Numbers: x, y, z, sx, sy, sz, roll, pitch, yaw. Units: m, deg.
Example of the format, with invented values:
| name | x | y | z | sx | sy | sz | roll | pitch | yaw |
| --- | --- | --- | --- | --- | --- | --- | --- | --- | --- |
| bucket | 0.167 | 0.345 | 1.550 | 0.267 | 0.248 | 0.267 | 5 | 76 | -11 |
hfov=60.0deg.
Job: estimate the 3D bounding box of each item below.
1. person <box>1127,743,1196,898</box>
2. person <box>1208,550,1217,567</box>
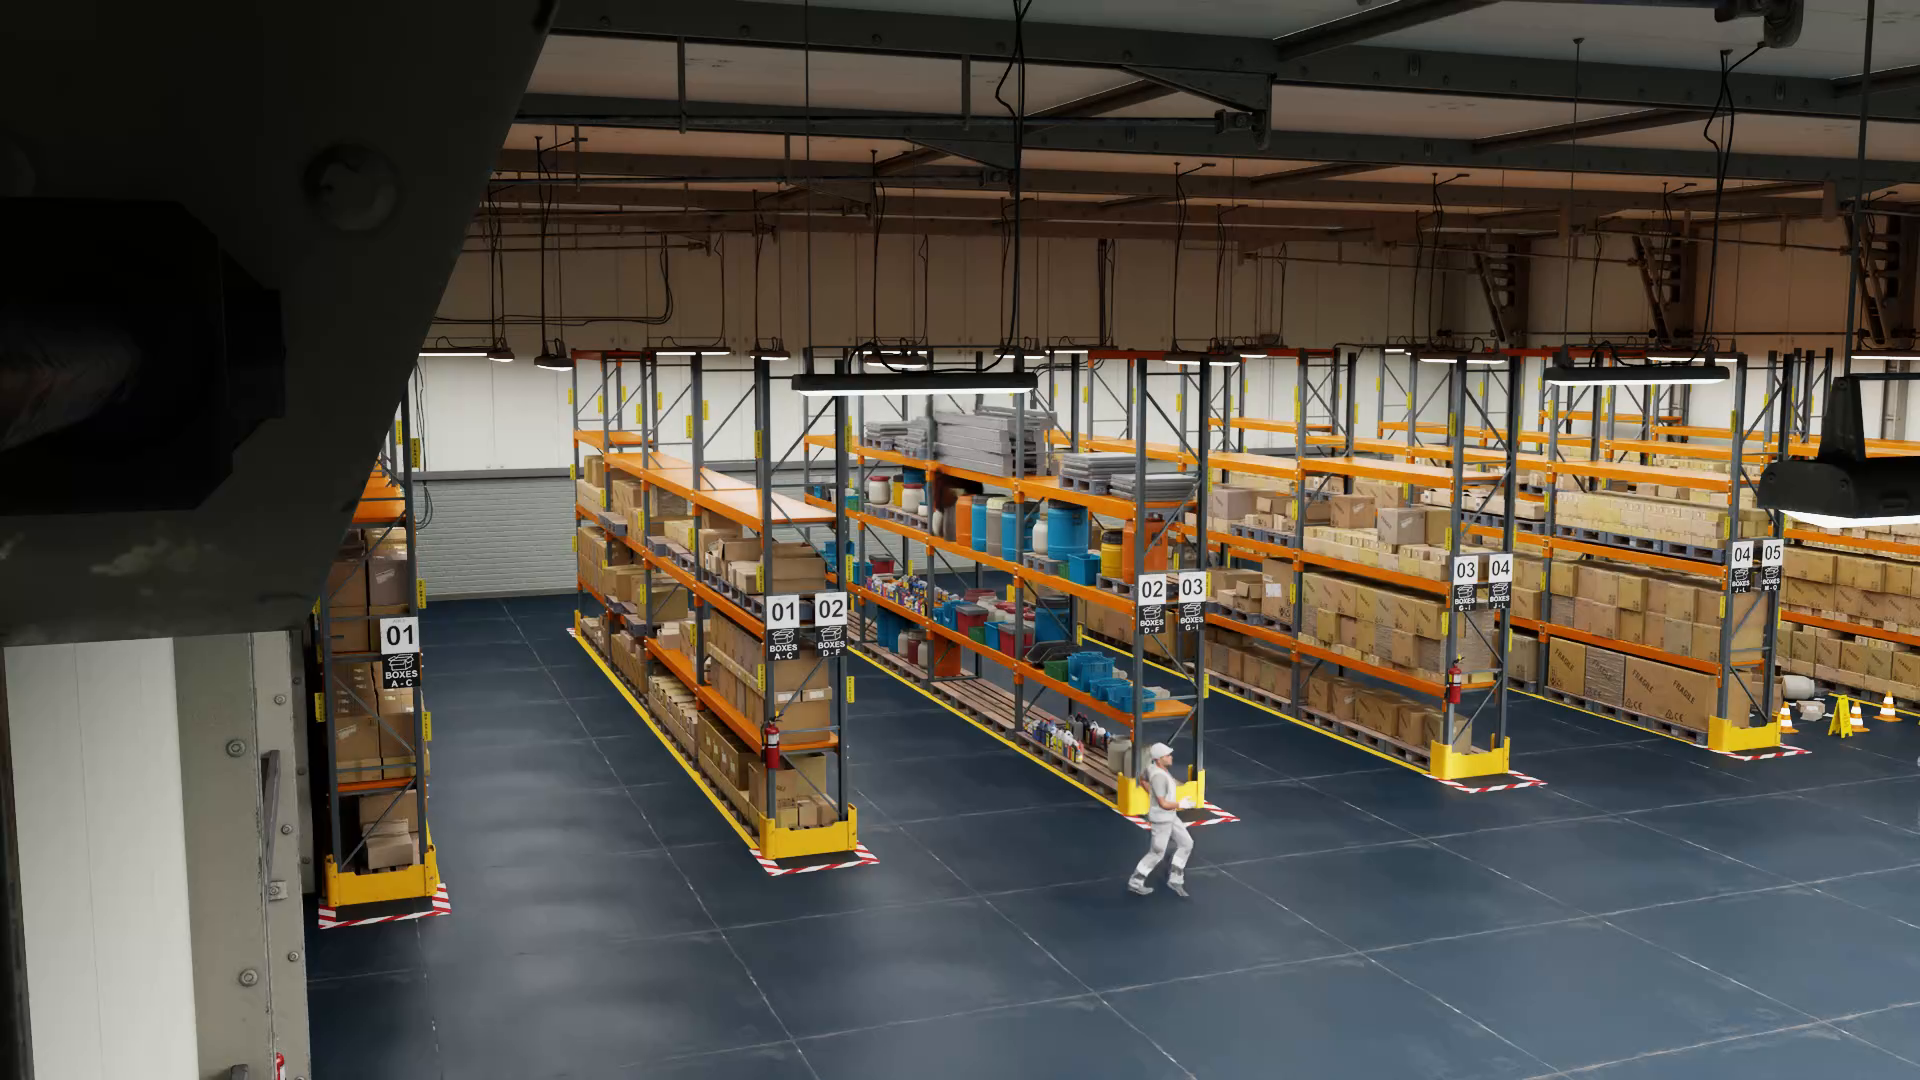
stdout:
| name | x | y | z | sx | sy | sz | roll | pitch | yaw |
| --- | --- | --- | --- | --- | --- | --- | --- | --- | --- |
| person | 2.272 | 3.155 | 18.653 | 0.755 | 1.812 | 0.670 | 1 | 7 | 11 |
| person | 6.215 | 0.350 | 41.415 | 0.710 | 1.727 | 0.582 | -4 | 8 | -31 |
